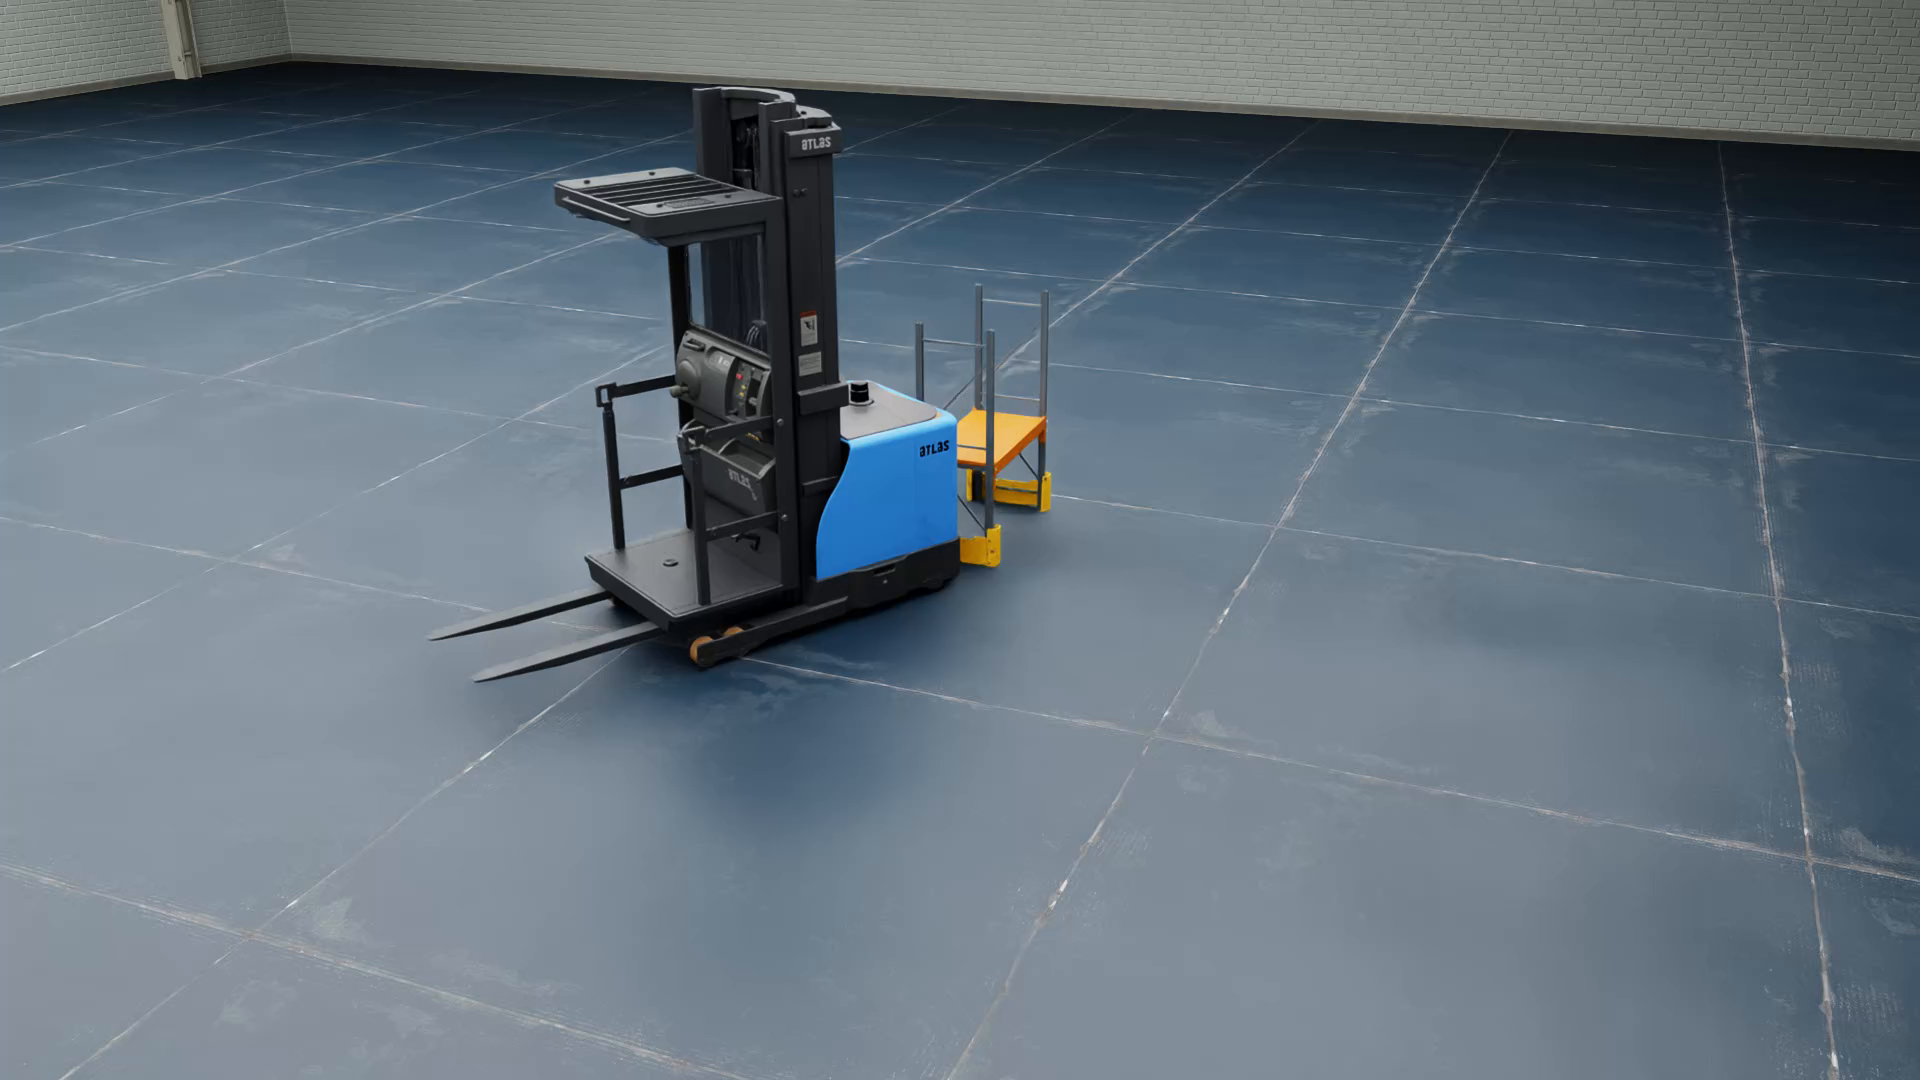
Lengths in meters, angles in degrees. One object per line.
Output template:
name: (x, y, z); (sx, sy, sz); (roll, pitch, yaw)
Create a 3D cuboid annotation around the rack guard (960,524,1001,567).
rack guard: (-0.031, -0.002, 10.431); (0.587, 0.250, 0.087); (8, 24, 19)

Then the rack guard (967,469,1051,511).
rack guard: (0.328, -0.361, 11.289); (0.587, 0.250, 0.087); (8, 24, 19)

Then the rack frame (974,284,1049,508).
rack frame: (0.335, -0.944, 11.065); (0.500, 1.500, 0.032); (8, 24, 19)

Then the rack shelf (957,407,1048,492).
rack shelf: (0.152, -0.595, 10.696); (0.538, 0.185, 1.000); (8, 24, 19)

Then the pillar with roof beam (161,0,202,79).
pillar with roof beam: (-10.919, -12.470, 28.929); (9.100, 9.000, 0.400); (9, 24, 20)

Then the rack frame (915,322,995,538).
rack frame: (-0.031, -0.579, 10.189); (0.500, 1.500, 0.032); (8, 24, 19)

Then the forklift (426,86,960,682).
forklift: (-1.474, -0.887, 9.070); (3.031, 2.935, 1.130); (-17, 28, -35)

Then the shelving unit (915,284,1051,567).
shelving unit: (0.149, -0.758, 10.619); (0.587, 1.500, 1.083); (8, 24, 19)
